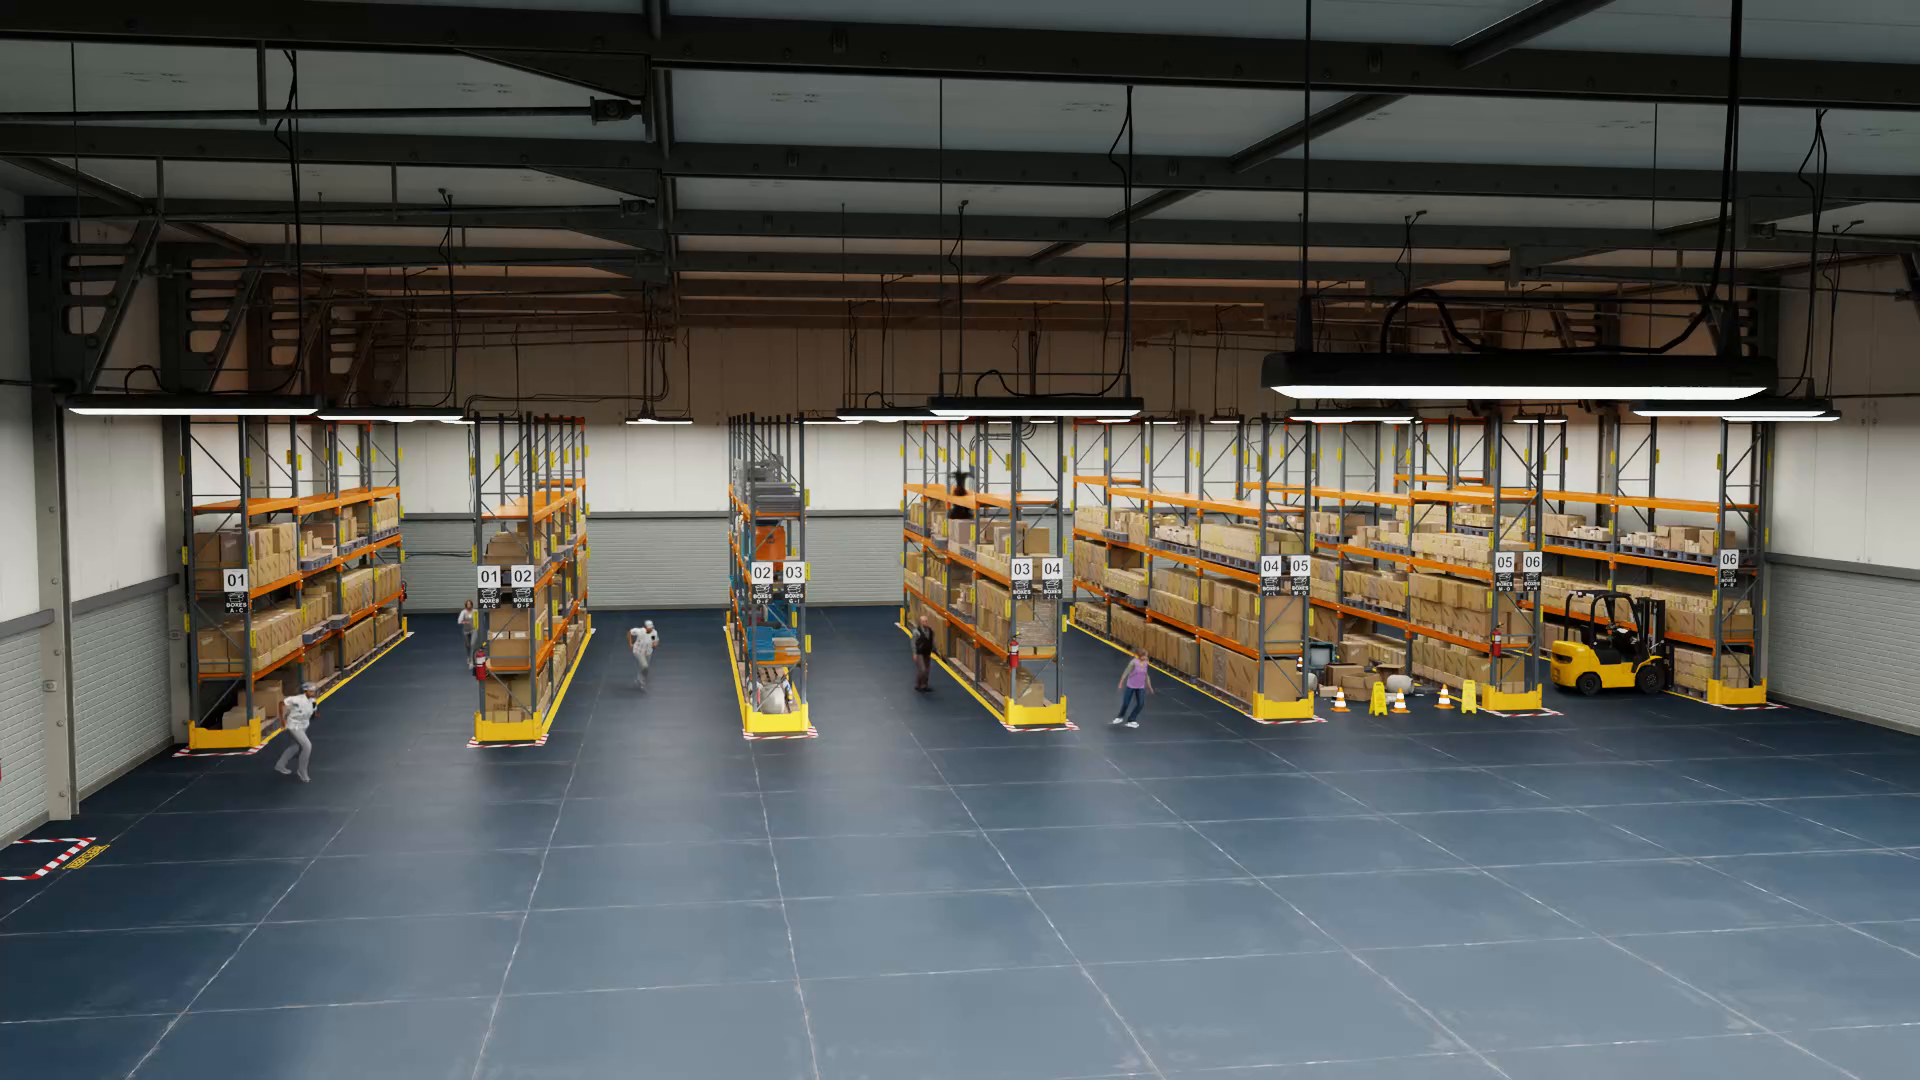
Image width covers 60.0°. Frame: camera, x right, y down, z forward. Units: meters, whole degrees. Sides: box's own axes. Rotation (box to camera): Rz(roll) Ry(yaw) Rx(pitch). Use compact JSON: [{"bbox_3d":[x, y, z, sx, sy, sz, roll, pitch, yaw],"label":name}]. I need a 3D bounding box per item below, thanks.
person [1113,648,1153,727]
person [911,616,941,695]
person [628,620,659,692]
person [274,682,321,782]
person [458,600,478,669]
[{"bbox_3d":[3.299,2.803,31.692,0.671,1.526,0.588,-2,4,-25],"label":"person"},{"bbox_3d":[-0.783,2.459,35.705,0.623,1.697,0.636,-4,5,-43],"label":"person"},{"bbox_3d":[-6.904,2.517,36.166,0.654,1.606,0.982,-2,5,-32],"label":"person"},{"bbox_3d":[-10.772,3.114,26.987,0.913,1.663,0.615,1,4,18],"label":"person"},{"bbox_3d":[-11.651,2.262,39.530,0.500,1.508,0.861,-1,4,-10],"label":"person"}]
